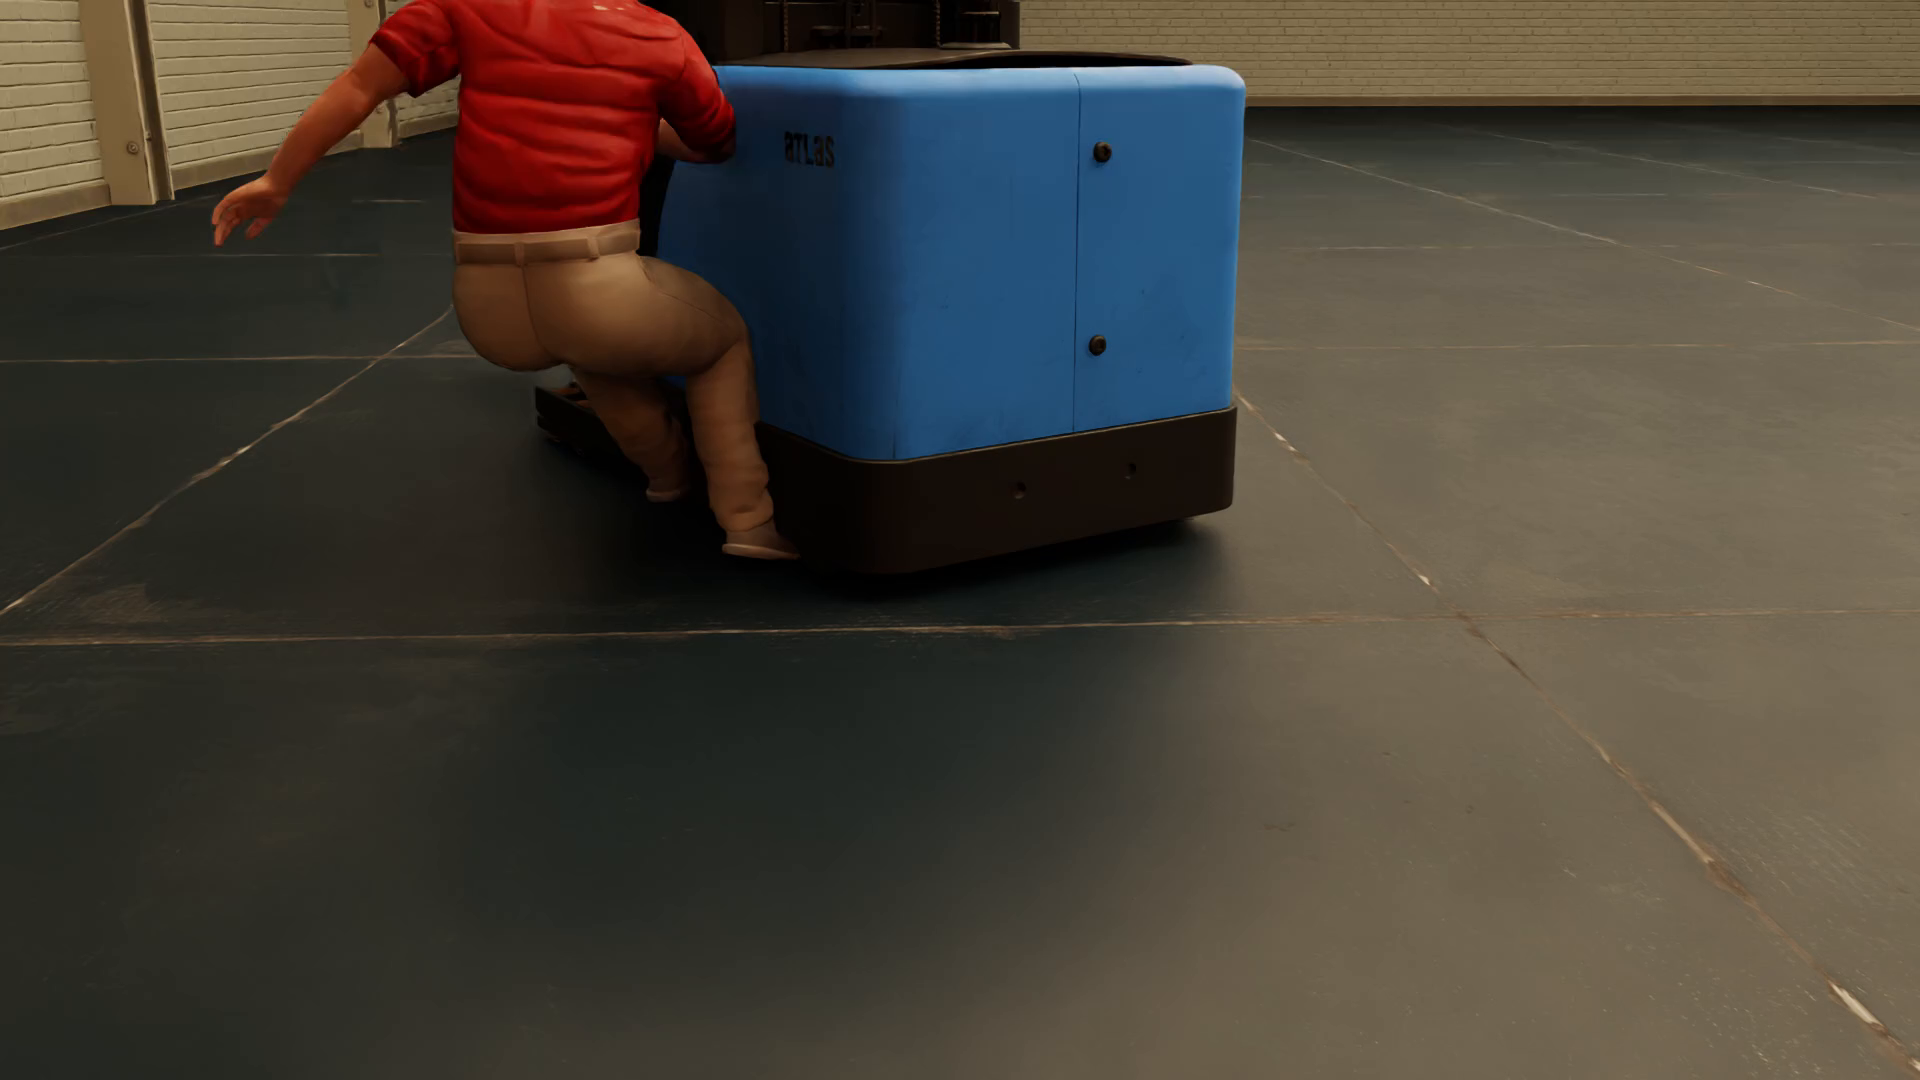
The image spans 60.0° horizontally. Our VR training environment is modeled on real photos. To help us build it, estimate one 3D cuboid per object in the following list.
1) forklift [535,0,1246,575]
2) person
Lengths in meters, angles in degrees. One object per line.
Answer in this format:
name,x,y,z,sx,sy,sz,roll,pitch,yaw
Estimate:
forklift,-0.578,-1.702,4.472,1.130,2.935,3.031,-11,20,-32
person,-0.870,-0.611,3.627,1.082,1.463,0.945,2,17,8
